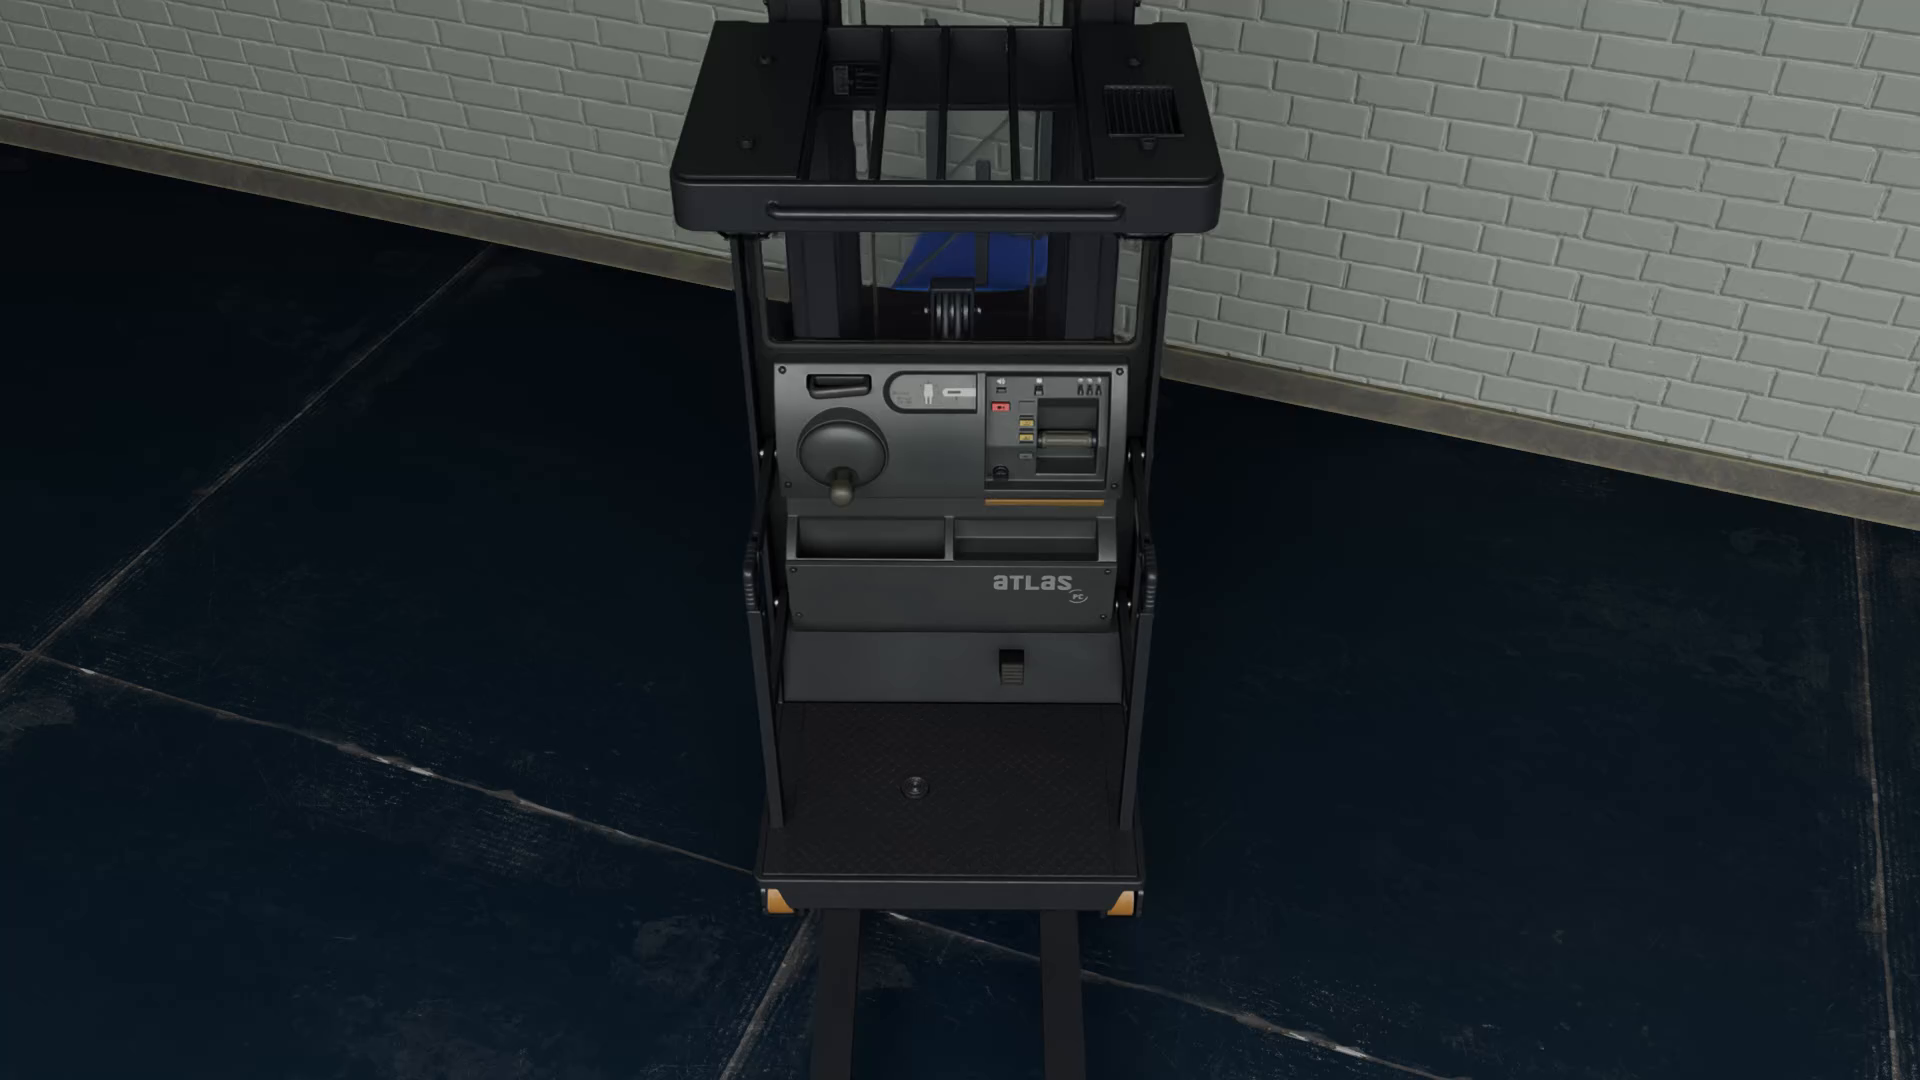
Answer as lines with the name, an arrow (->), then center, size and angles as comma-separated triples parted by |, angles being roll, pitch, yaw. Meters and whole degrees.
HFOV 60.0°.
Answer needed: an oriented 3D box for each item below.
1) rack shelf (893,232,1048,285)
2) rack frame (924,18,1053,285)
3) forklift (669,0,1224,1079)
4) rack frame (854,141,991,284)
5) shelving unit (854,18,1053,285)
rack shelf -> -0.017, -0.880, 6.404 | 0.538, 0.185, 1.000 | 10, 41, 11
rack frame -> 0.112, -1.336, 6.661 | 0.500, 1.500, 0.032 | 10, 41, 11
forklift -> -0.023, -0.208, 4.236 | 1.130, 2.935, 3.031 | 0, 40, 0
rack frame -> -0.146, -0.698, 5.913 | 0.500, 1.500, 0.032 | 10, 41, 11
shelving unit -> -0.017, -1.017, 6.287 | 0.538, 1.500, 1.048 | 10, 41, 11
